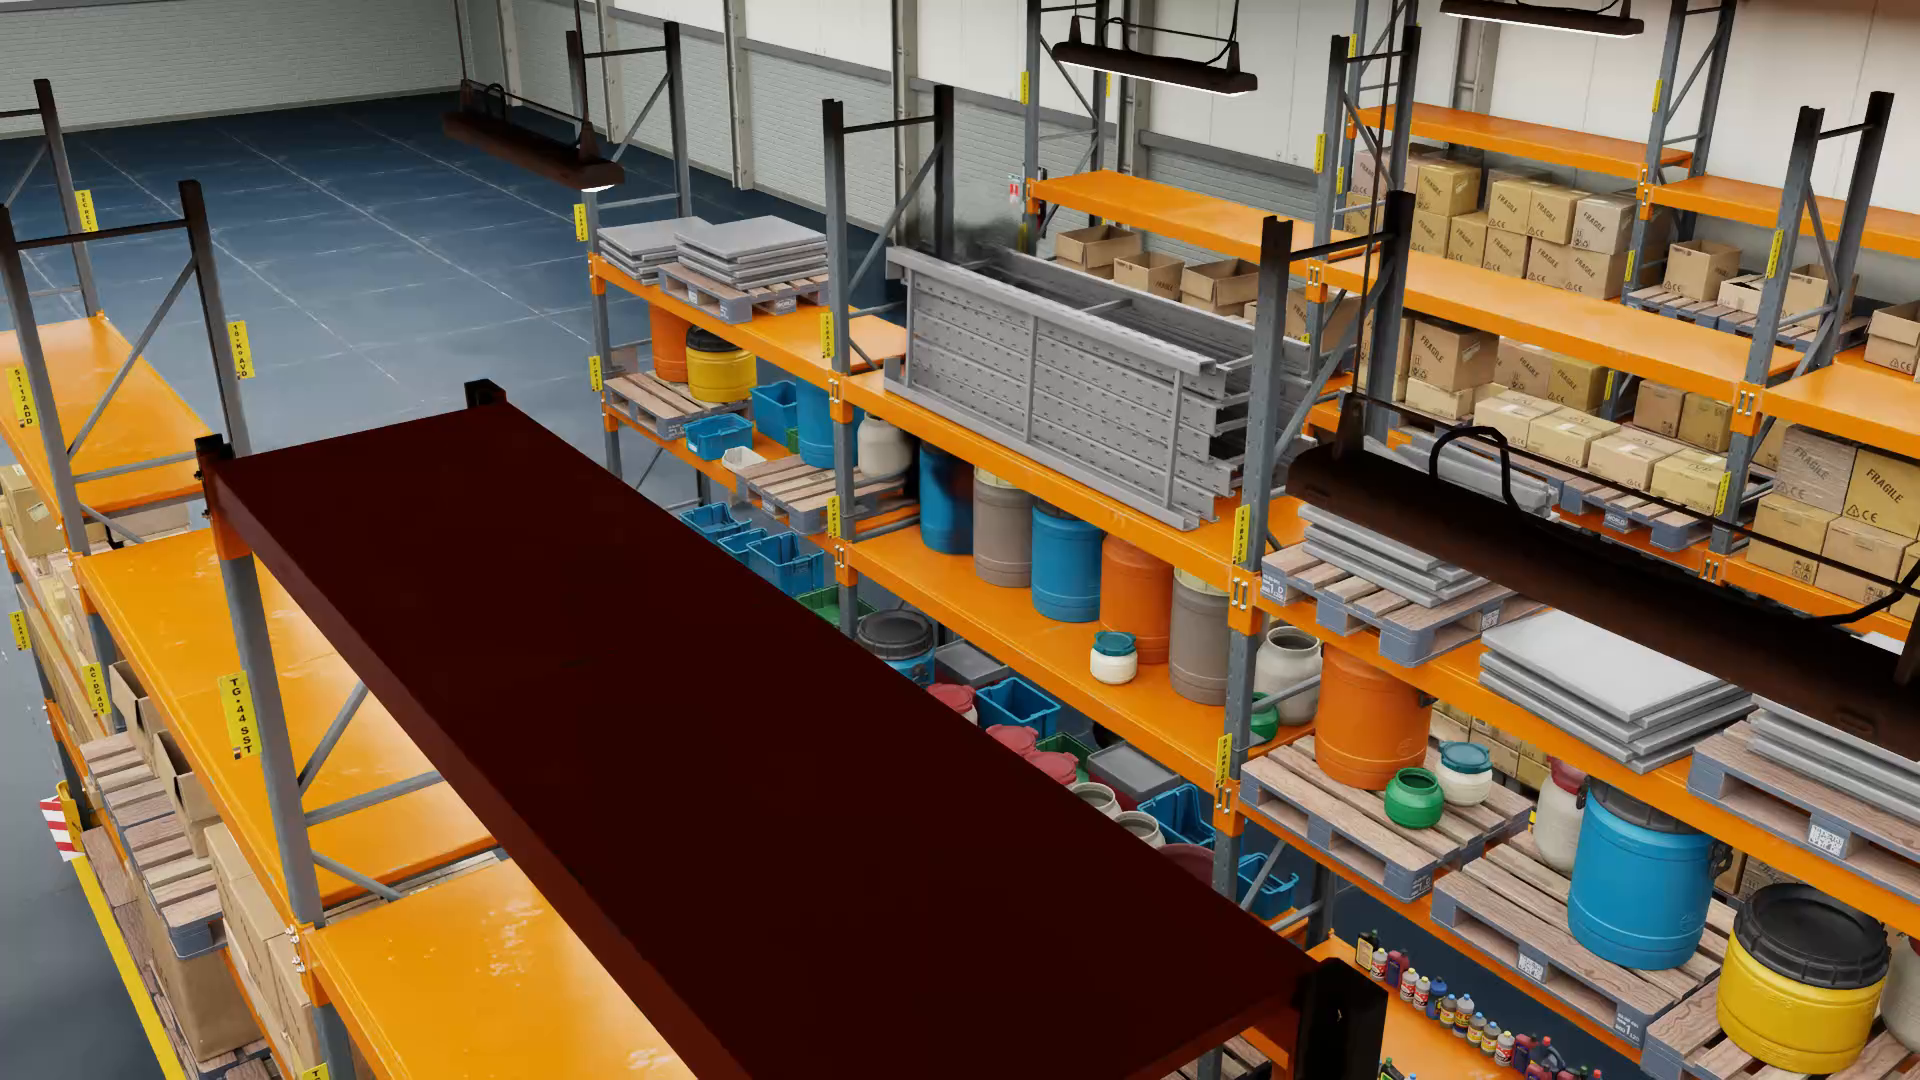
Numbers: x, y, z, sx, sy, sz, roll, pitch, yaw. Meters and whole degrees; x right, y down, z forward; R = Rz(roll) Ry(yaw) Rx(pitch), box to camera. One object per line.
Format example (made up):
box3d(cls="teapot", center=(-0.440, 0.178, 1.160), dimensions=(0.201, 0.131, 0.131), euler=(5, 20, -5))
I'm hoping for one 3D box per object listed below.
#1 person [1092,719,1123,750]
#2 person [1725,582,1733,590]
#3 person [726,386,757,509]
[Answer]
box3d(cls="person", center=(1.334, 1.247, 13.527), dimensions=(0.715, 1.755, 0.755), euler=(-20, 32, -37))
box3d(cls="person", center=(6.621, 0.967, 14.936), dimensions=(0.556, 1.626, 0.520), euler=(-17, 30, -32))
box3d(cls="person", center=(-2.469, -1.139, 19.437), dimensions=(0.794, 1.803, 0.629), euler=(-5, 25, -10))
